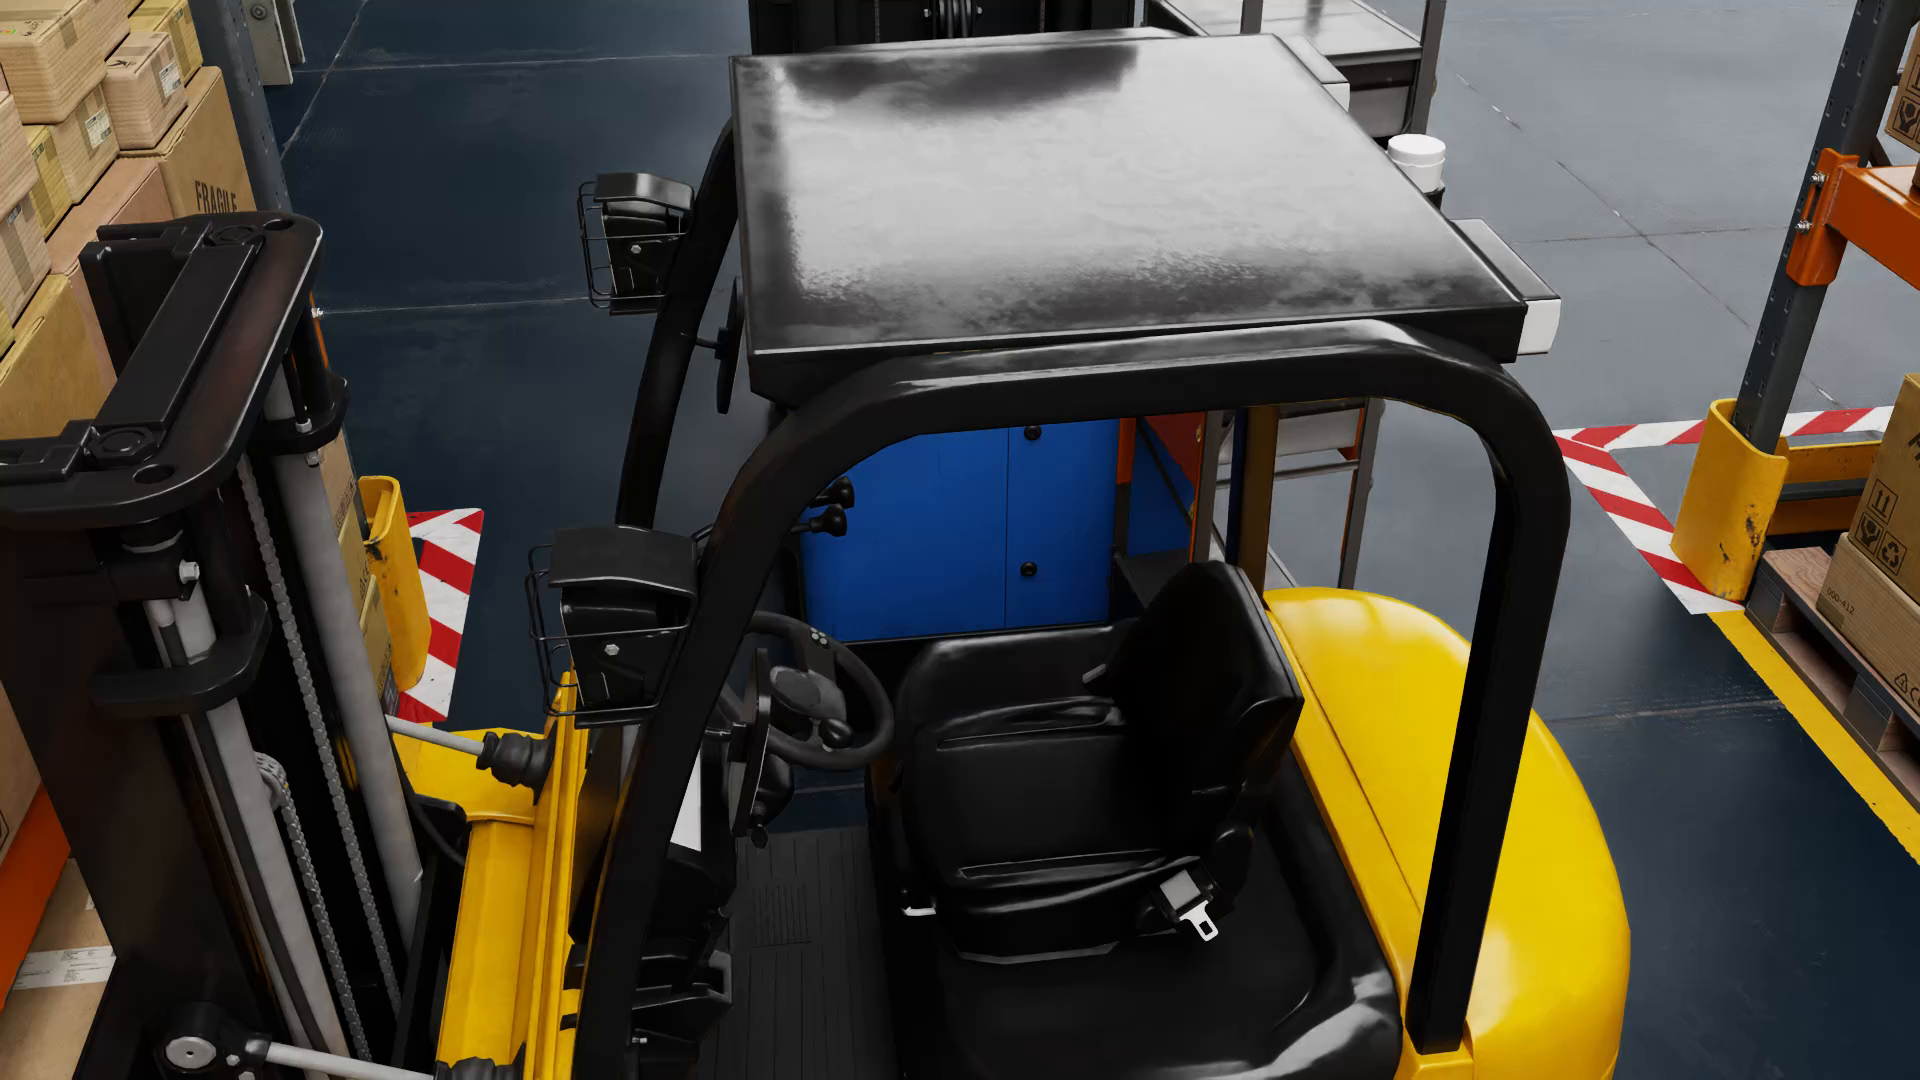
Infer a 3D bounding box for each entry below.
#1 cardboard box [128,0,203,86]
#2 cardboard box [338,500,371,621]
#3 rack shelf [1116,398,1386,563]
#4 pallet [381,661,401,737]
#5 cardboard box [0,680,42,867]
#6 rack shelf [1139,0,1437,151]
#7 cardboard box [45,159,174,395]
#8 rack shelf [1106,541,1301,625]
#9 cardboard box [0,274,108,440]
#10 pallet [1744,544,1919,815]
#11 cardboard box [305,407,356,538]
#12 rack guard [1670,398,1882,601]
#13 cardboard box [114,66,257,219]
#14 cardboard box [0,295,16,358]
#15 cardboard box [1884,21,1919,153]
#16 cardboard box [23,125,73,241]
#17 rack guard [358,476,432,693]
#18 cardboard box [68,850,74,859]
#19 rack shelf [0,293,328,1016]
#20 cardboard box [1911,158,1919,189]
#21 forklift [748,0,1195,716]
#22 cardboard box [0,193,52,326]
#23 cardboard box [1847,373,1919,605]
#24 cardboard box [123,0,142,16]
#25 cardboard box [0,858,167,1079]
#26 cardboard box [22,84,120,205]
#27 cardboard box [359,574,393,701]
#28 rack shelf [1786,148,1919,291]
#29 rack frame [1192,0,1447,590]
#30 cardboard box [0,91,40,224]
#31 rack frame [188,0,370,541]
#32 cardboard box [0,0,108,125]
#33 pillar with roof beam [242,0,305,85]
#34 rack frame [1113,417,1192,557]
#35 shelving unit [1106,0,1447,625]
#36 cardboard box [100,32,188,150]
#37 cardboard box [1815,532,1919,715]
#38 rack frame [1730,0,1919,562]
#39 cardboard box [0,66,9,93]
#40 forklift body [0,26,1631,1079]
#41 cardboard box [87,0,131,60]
[{"bbox_3d":[-1.782,-0.993,3.379,0.380,0.149,0.250,-4,34,-6],"label":"cardboard box"},{"bbox_3d":[-1.731,0.148,3.994,0.500,0.250,0.500,-5,35,-7],"label":"cardboard box"},{"bbox_3d":[0.641,-0.256,3.782,0.431,0.518,0.480,-8,35,-12],"label":"rack shelf"},{"bbox_3d":[-1.962,0.720,4.006,1.003,0.211,1.213,-4,35,-6],"label":"pallet"},{"bbox_3d":[-1.571,0.213,2.185,0.500,0.500,0.500,-4,34,-6],"label":"cardboard box"},{"bbox_3d":[0.639,-0.838,3.392,0.431,0.518,0.480,-8,35,-12],"label":"rack shelf"},{"bbox_3d":[-1.719,-0.352,3.015,0.500,0.500,0.500,-3,34,-5],"label":"cardboard box"},{"bbox_3d":[0.642,0.326,4.171,0.431,0.518,0.480,-8,35,-12],"label":"rack shelf"},{"bbox_3d":[-1.650,-0.066,2.595,0.500,0.500,0.500,-5,35,-7],"label":"cardboard box"},{"bbox_3d":[2.896,0.417,4.451,1.003,0.211,1.213,-4,35,-6],"label":"pallet"},{"bbox_3d":[-1.735,-0.073,3.874,0.500,0.250,0.500,-3,34,-5],"label":"cardboard box"},{"bbox_3d":[2.822,-0.159,5.039,1.175,0.500,0.348,-4,35,-6],"label":"rack guard"},{"bbox_3d":[-1.780,-0.643,3.440,0.500,0.500,0.500,-5,35,-7],"label":"cardboard box"},{"bbox_3d":[-1.585,-0.279,2.331,0.380,0.149,0.250,-4,34,-6],"label":"cardboard box"},{"bbox_3d":[2.601,-1.113,3.866,0.500,0.500,0.500,-5,35,-7],"label":"cardboard box"},{"bbox_3d":[-1.722,-0.564,2.749,0.380,0.149,0.250,-5,35,-7],"label":"cardboard box"},{"bbox_3d":[-2.109,0.164,4.566,1.175,0.500,0.348,-4,35,-6],"label":"rack guard"},{"bbox_3d":[-1.583,0.492,3.045,0.500,0.250,0.500,-4,34,-6],"label":"cardboard box"},{"bbox_3d":[-1.837,0.557,2.407,1.077,0.370,4.000,-4,35,-6],"label":"rack shelf"},{"bbox_3d":[2.653,-0.925,4.167,0.380,0.149,0.250,-4,35,-6],"label":"cardboard box"},{"bbox_3d":[-0.084,-1.560,4.936,1.130,2.935,3.031,-4,35,-6],"label":"forklift"},{"bbox_3d":[-1.639,-0.419,2.536,0.380,0.149,0.250,-5,35,-8],"label":"cardboard box"},{"bbox_3d":[2.650,-0.097,4.131,0.500,0.500,0.500,-5,35,-8],"label":"cardboard box"},{"bbox_3d":[-1.849,-1.104,3.278,0.380,0.149,0.250,-4,35,-6],"label":"cardboard box"},{"bbox_3d":[-1.522,0.776,2.629,0.500,0.250,0.500,-5,35,-7],"label":"cardboard box"},{"bbox_3d":[-1.744,-0.703,2.954,0.380,0.149,0.250,-4,34,-5],"label":"cardboard box"},{"bbox_3d":[-1.730,0.345,4.149,0.500,0.250,0.500,-4,34,-6],"label":"cardboard box"},{"bbox_3d":[3.081,0.179,2.962,1.077,0.370,4.000,-4,35,-6],"label":"rack shelf"},{"bbox_3d":[0.703,-0.136,3.578,0.400,2.100,0.015,-8,35,-12],"label":"rack frame"},{"bbox_3d":[-1.618,-0.544,2.455,0.380,0.149,0.250,-4,34,-5],"label":"cardboard box"},{"bbox_3d":[-2.106,-0.856,3.842,1.000,3.000,0.127,-4,35,-6],"label":"rack frame"},{"bbox_3d":[-1.723,-0.825,2.868,0.380,0.149,0.250,-4,34,-5],"label":"cardboard box"},{"bbox_3d":[0.553,-6.552,6.874,9.100,9.000,0.400,-4,35,-6],"label":"pillar with roof beam"},{"bbox_3d":[0.579,-0.399,3.970,0.400,2.100,0.015,-8,35,-12],"label":"rack frame"},{"bbox_3d":[0.641,-0.268,3.774,0.431,2.100,0.503,-8,35,-12],"label":"shelving unit"},{"bbox_3d":[-1.718,-0.853,3.173,0.380,0.149,0.250,-4,34,-6],"label":"cardboard box"},{"bbox_3d":[2.646,0.200,4.362,0.500,0.250,0.500,-5,35,-7],"label":"cardboard box"},{"bbox_3d":[2.812,-1.234,4.397,1.000,3.000,0.127,-4,35,-6],"label":"rack frame"},{"bbox_3d":[-1.763,-0.681,2.656,0.380,0.149,0.250,-4,34,-6],"label":"cardboard box"},{"bbox_3d":[-0.043,0.415,2.731,2.313,2.155,1.214,-4,35,-6],"label":"forklift body"},{"bbox_3d":[-1.785,-0.969,3.079,0.380,0.149,0.250,-4,35,-6],"label":"cardboard box"}]
